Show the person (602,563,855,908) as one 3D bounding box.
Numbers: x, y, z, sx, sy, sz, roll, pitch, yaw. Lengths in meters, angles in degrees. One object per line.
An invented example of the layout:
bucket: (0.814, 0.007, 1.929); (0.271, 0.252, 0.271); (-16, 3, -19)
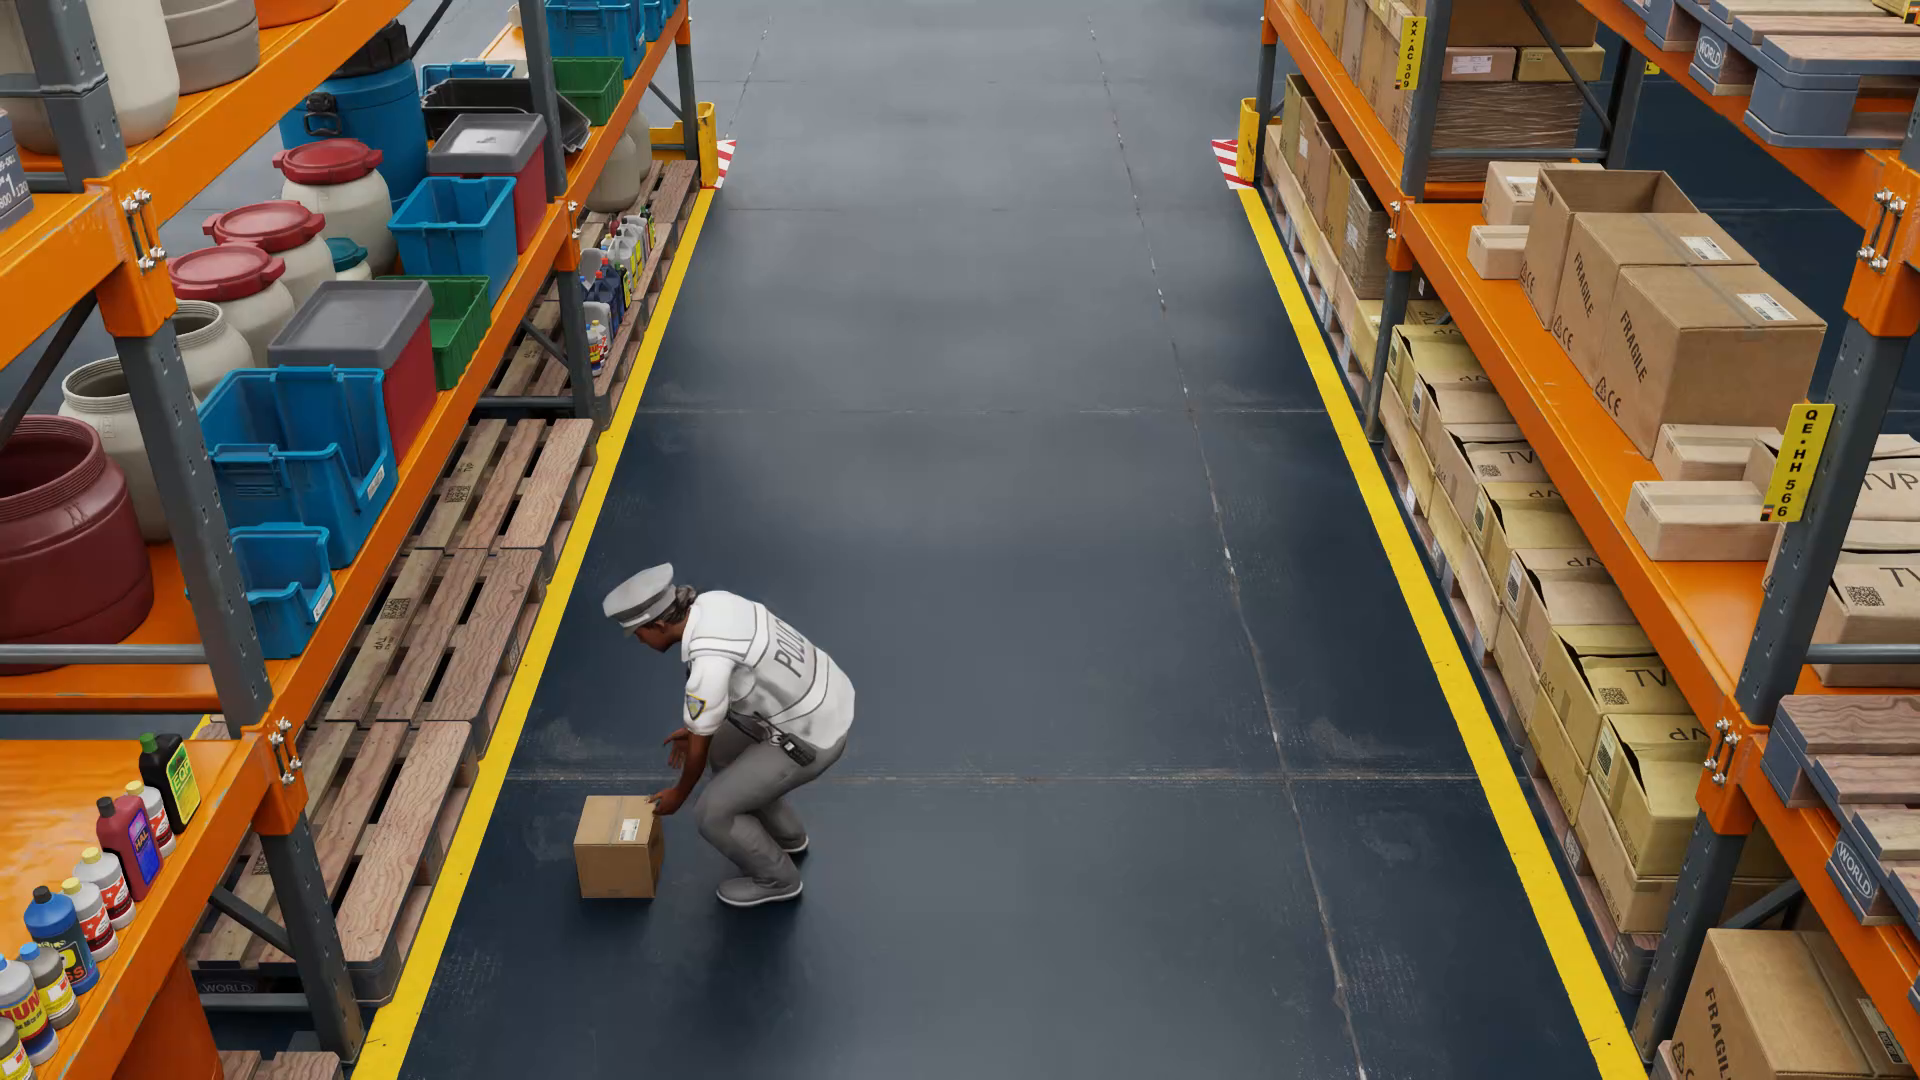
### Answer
person: (-0.729, 0.644, 5.471); (0.769, 1.274, 0.495); (0, 32, 0)
